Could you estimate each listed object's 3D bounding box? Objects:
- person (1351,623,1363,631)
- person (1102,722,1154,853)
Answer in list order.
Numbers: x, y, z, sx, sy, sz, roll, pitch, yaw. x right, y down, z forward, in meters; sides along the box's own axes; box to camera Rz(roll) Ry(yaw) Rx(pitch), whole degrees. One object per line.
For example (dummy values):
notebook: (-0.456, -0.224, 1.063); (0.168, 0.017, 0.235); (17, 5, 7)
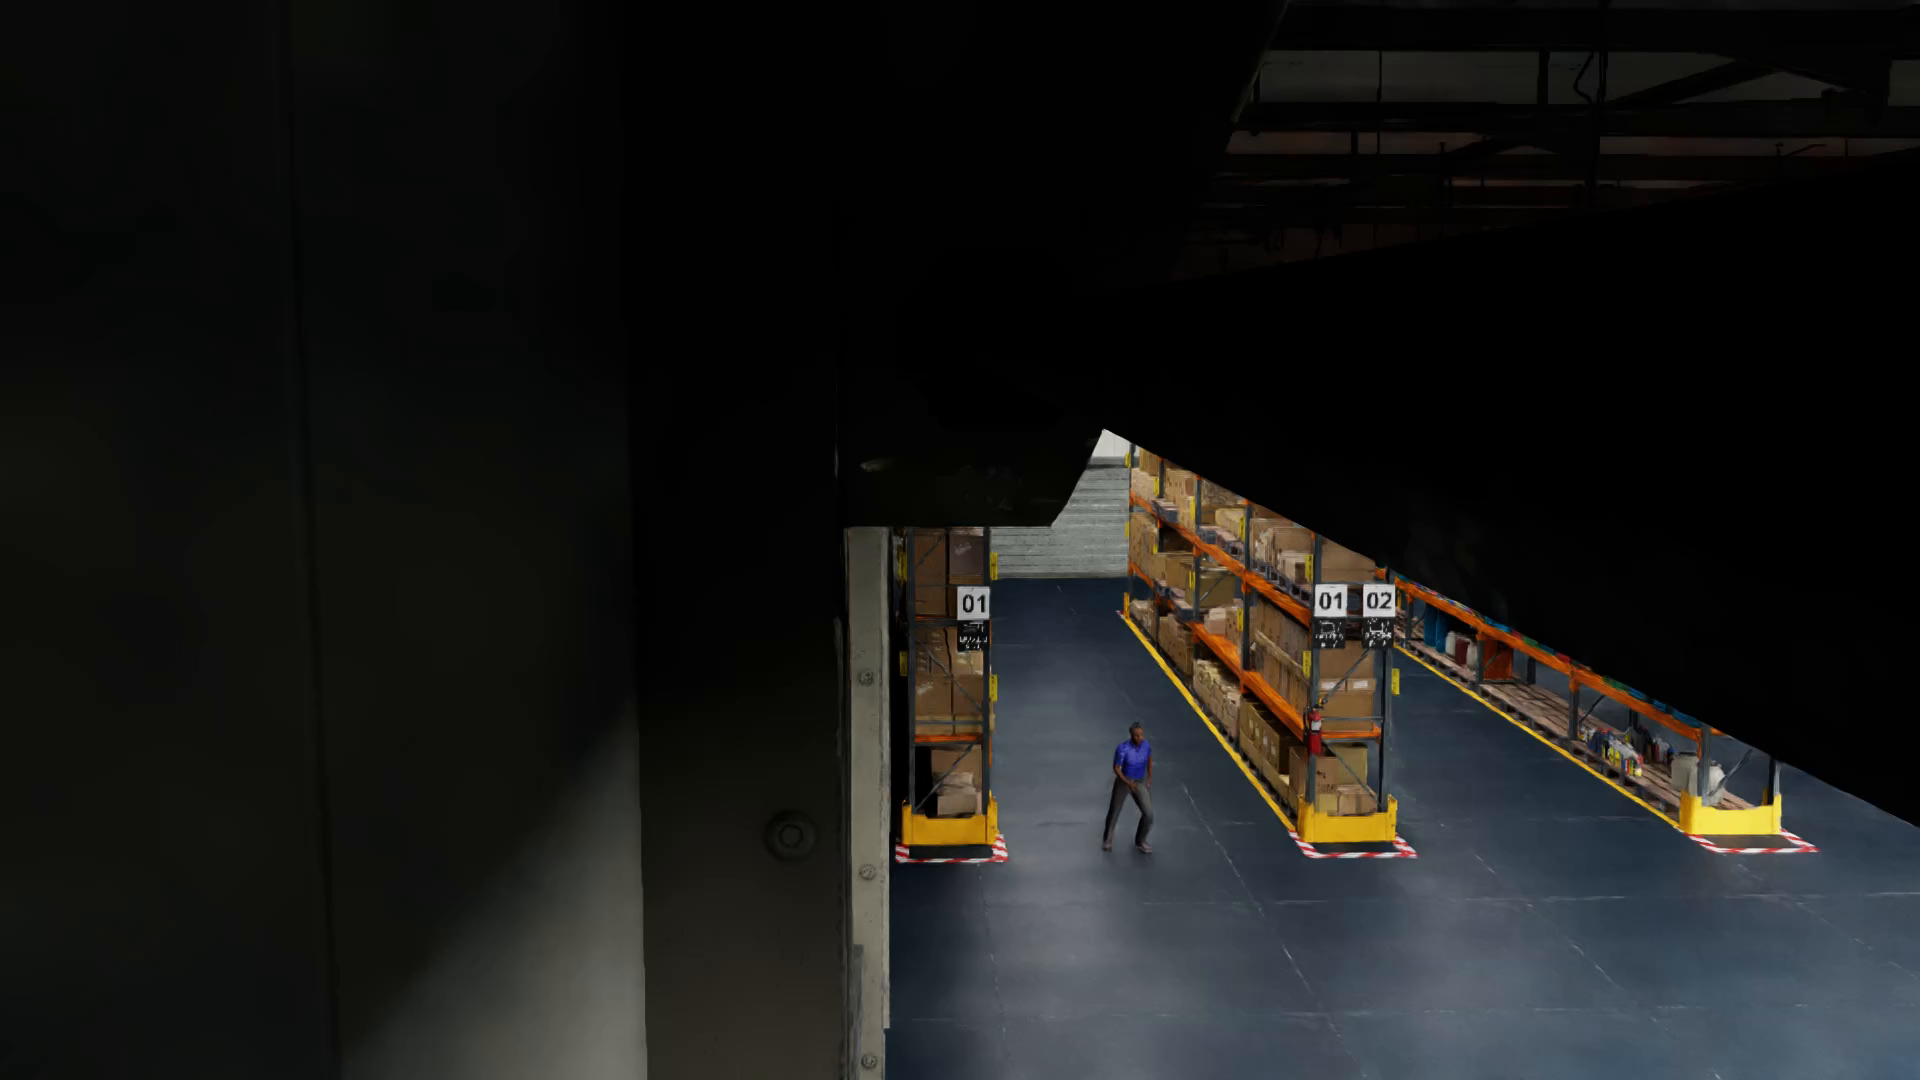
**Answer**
person: (7.812, 1.362, 32.624); (0.607, 1.600, 0.800); (0, 7, -4)
person: (2.073, 2.979, 20.098); (0.636, 1.597, 0.623); (-2, 8, -15)
